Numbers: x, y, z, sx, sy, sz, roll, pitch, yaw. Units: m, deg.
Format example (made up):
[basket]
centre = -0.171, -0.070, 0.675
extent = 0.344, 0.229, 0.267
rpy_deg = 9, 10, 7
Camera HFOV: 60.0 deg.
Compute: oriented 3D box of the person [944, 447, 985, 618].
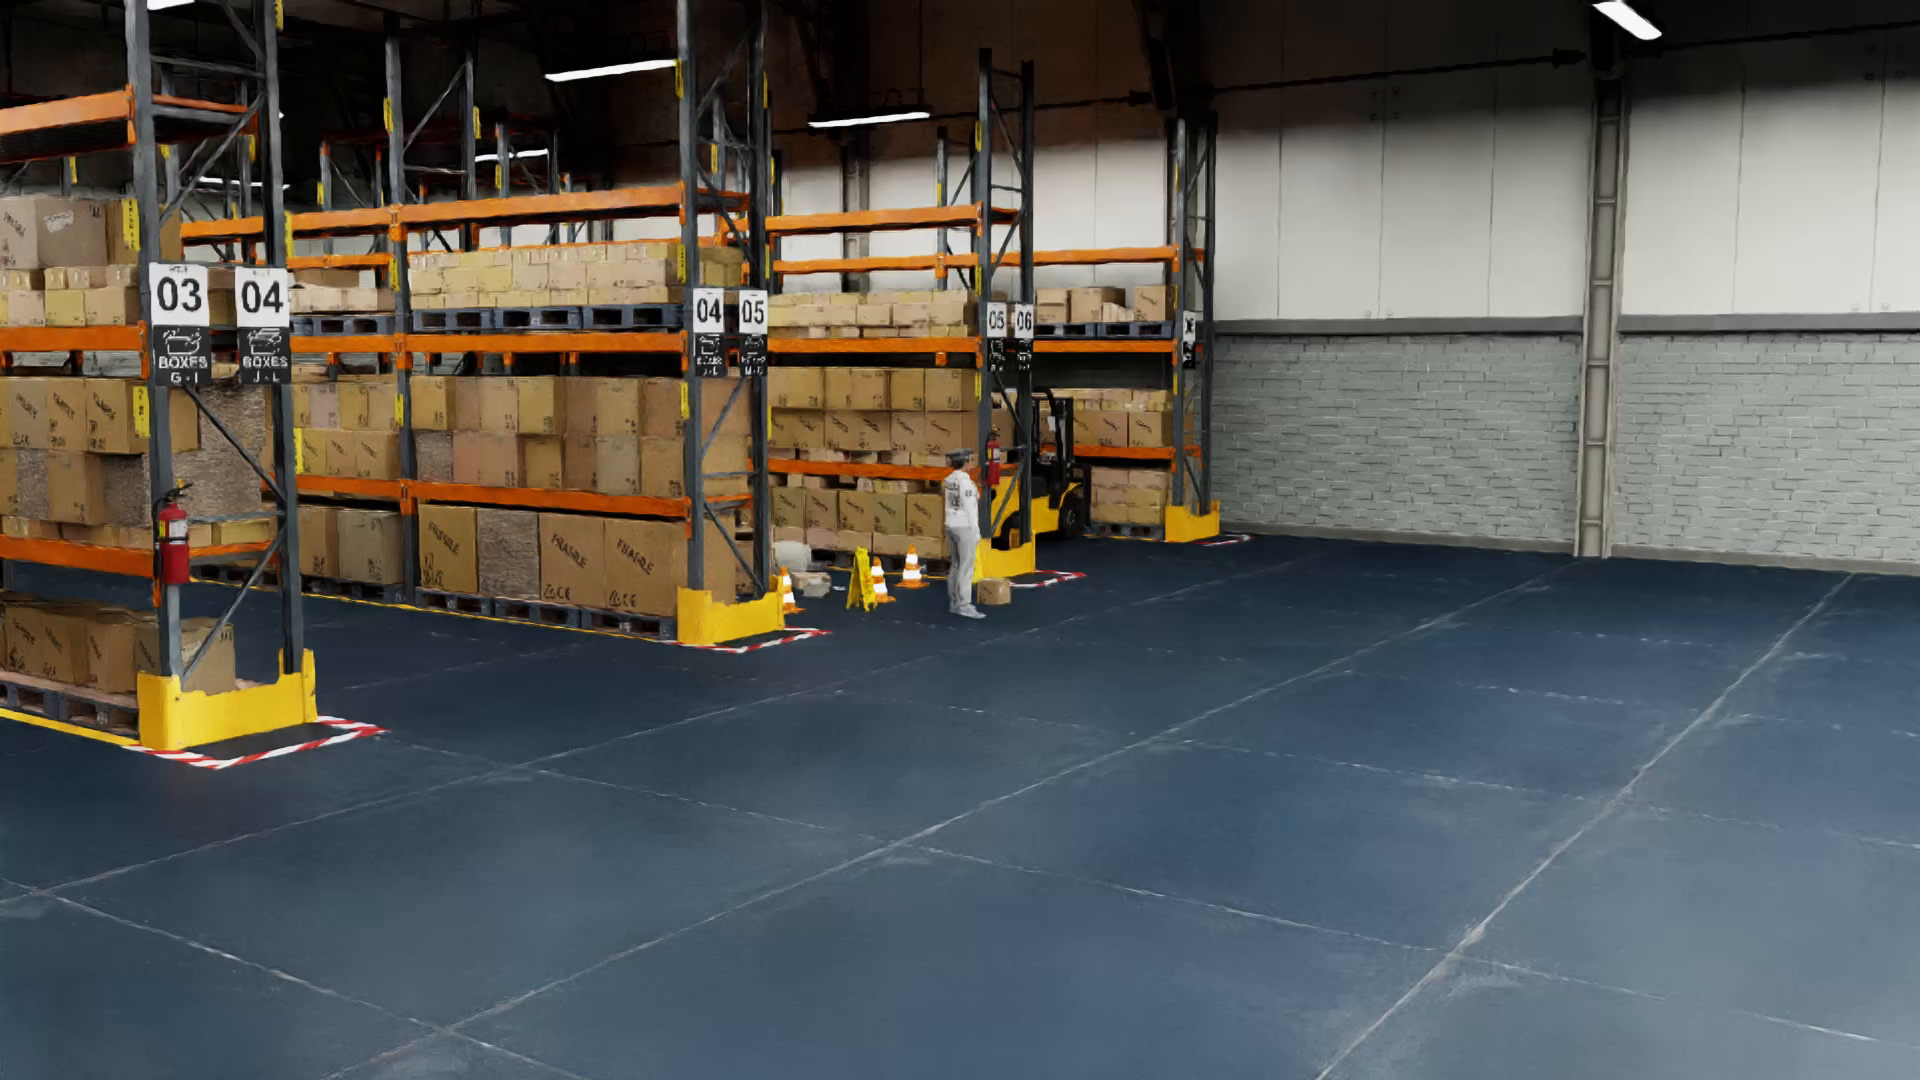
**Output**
[person]
centre = 0.064, -0.085, 16.625
extent = 0.340, 1.671, 0.658
rpy_deg = -3, 7, -24
